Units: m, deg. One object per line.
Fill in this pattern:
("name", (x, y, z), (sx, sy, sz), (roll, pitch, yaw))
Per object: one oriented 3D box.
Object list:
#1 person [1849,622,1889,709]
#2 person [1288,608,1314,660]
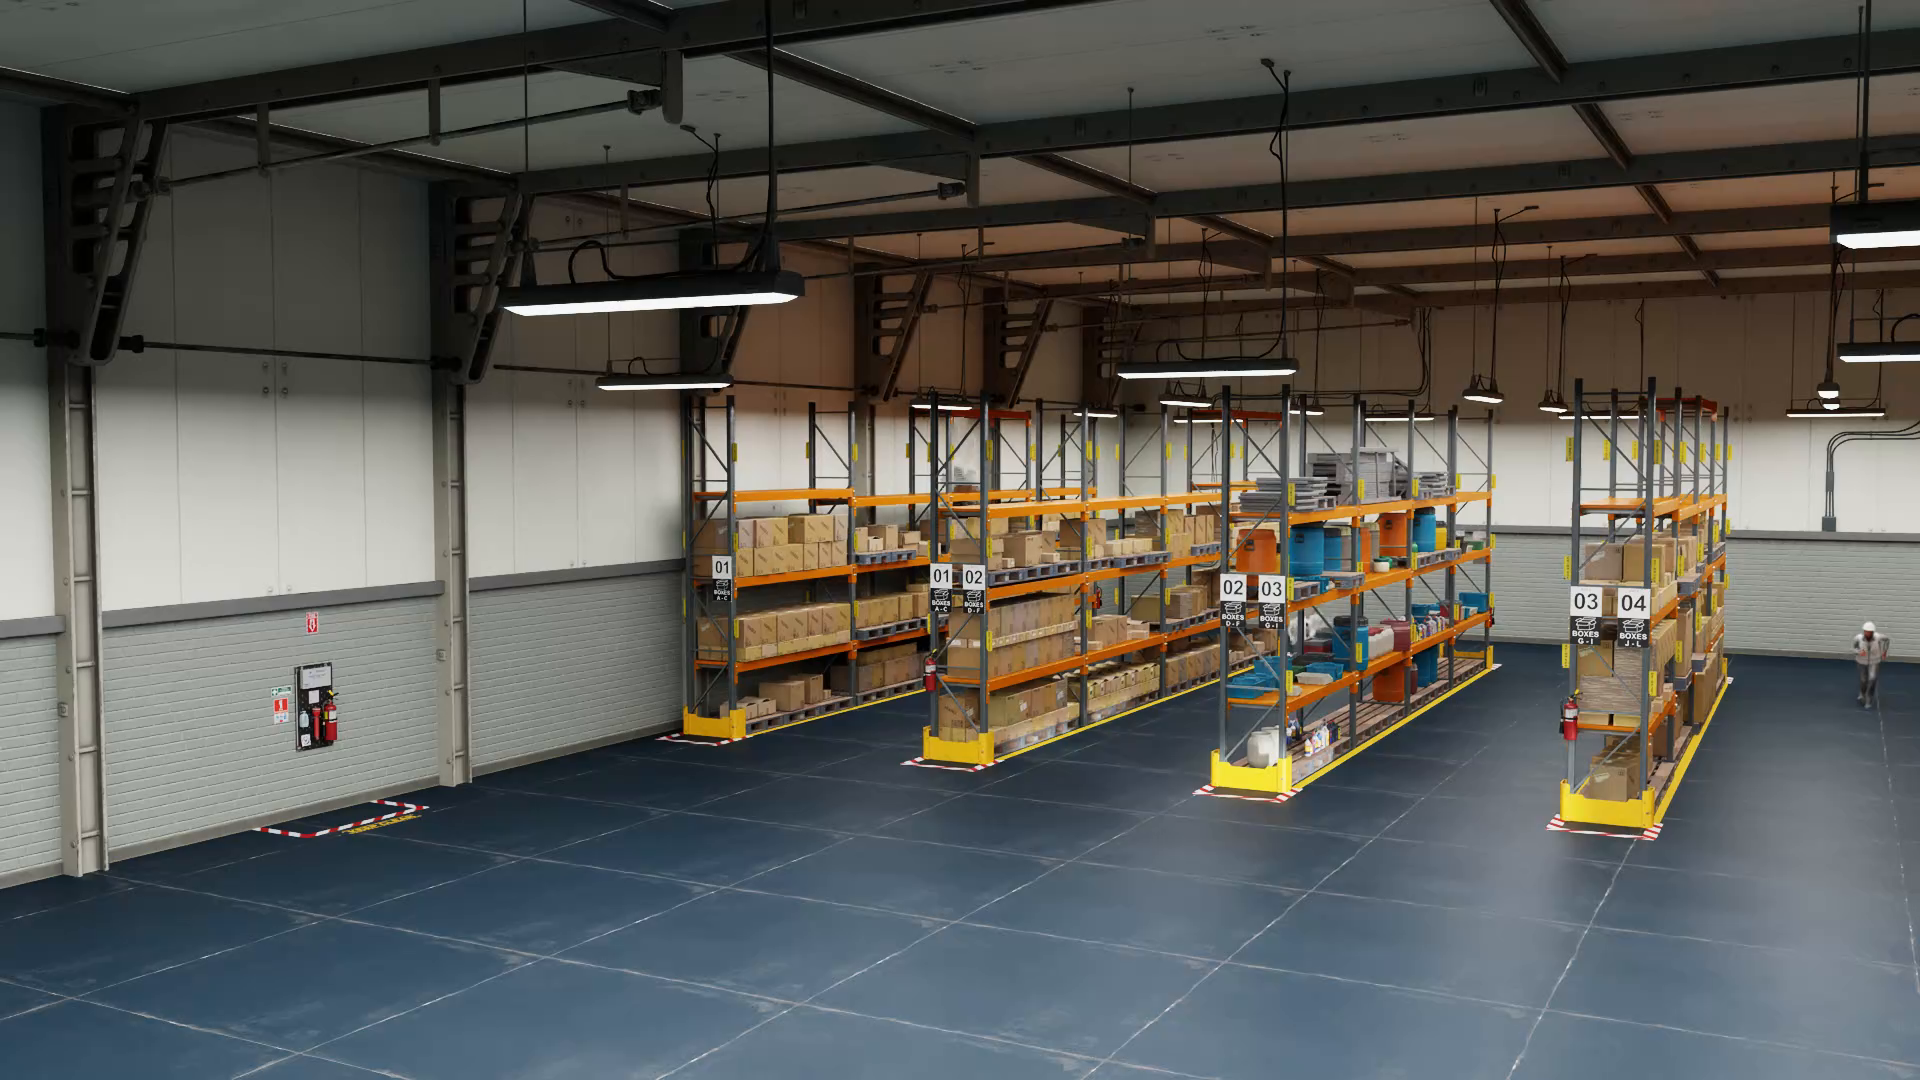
("person", (17.945, 2.458, 32.857), (0.700, 1.732, 1.029), (1, 3, 25))
("person", (7.368, 2.272, 36.096), (0.620, 1.692, 0.797), (1, 3, 13))
